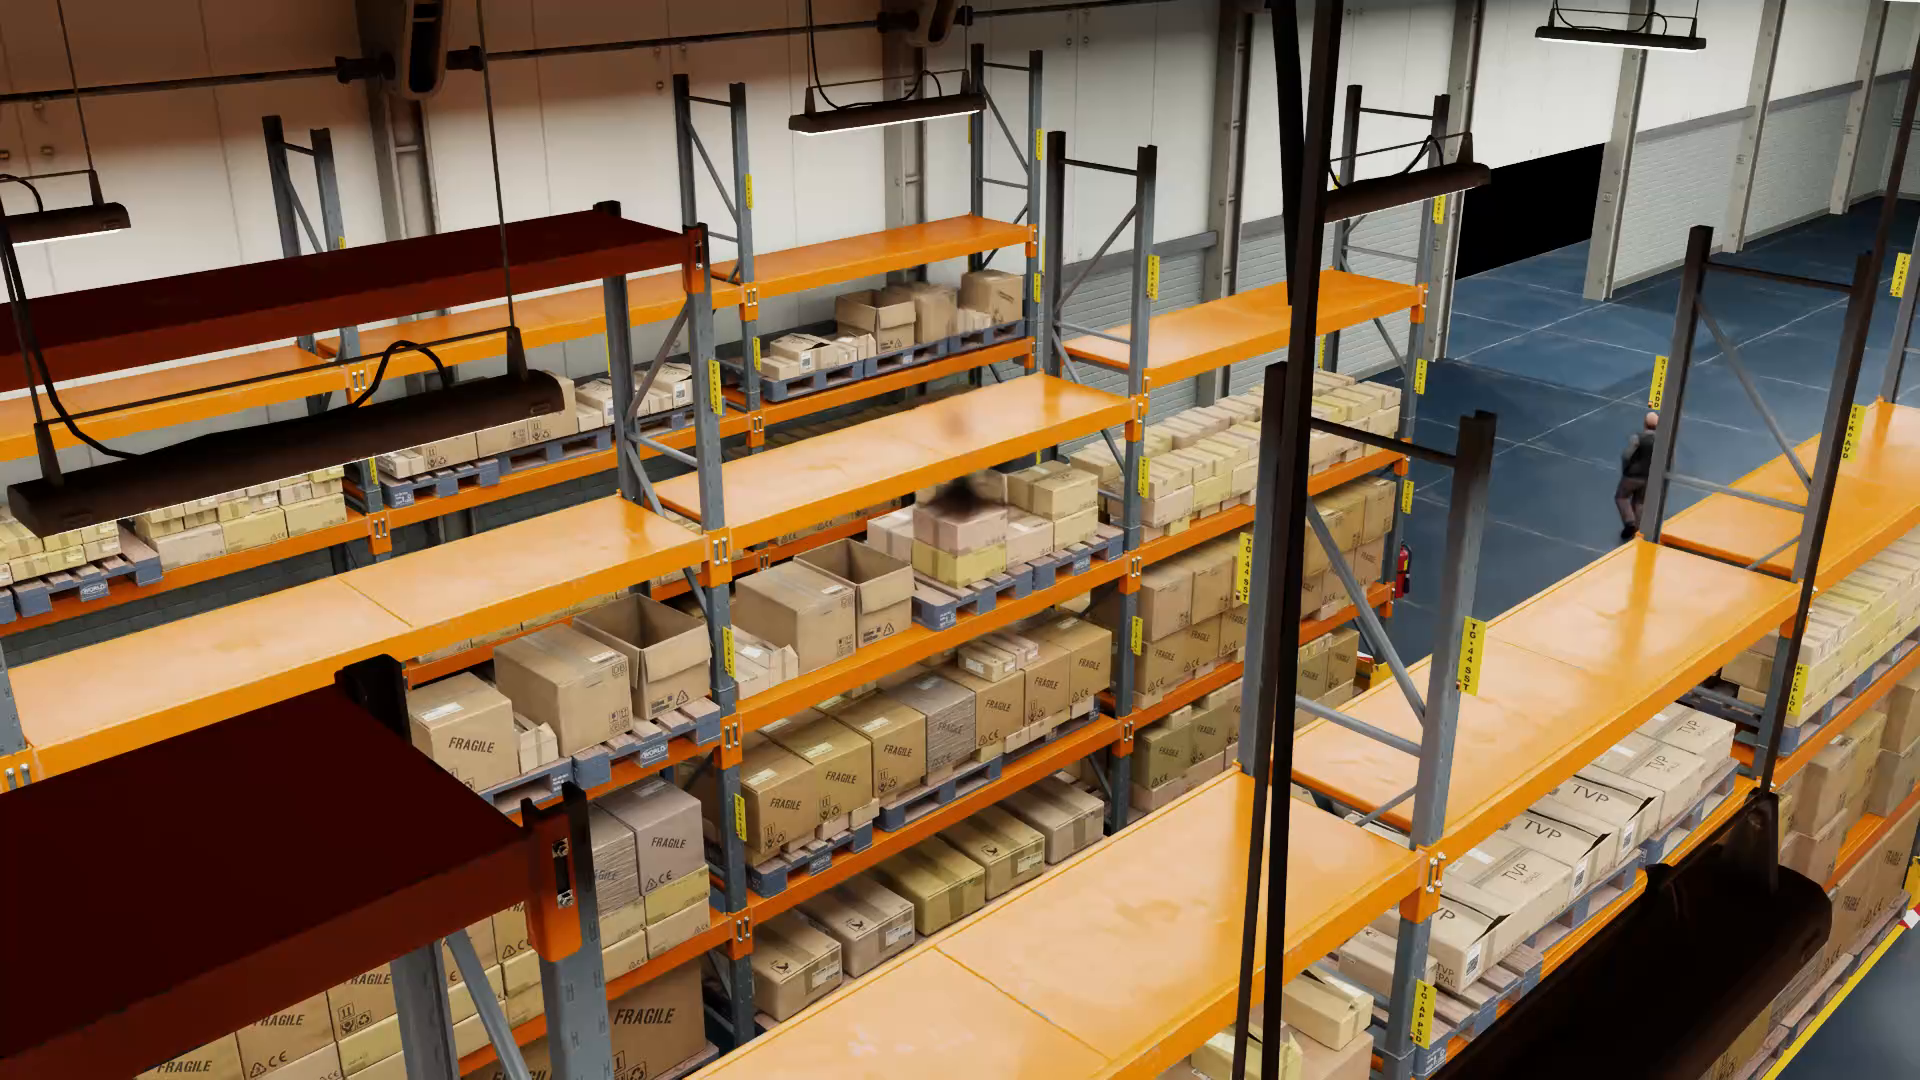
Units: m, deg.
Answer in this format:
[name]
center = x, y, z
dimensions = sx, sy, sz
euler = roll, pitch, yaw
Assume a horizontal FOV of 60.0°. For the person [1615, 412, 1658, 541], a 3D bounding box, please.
[person]
center = 8.409, -0.805, 20.602
dimensions = 0.654, 1.674, 0.560
euler = 1, 22, 1
